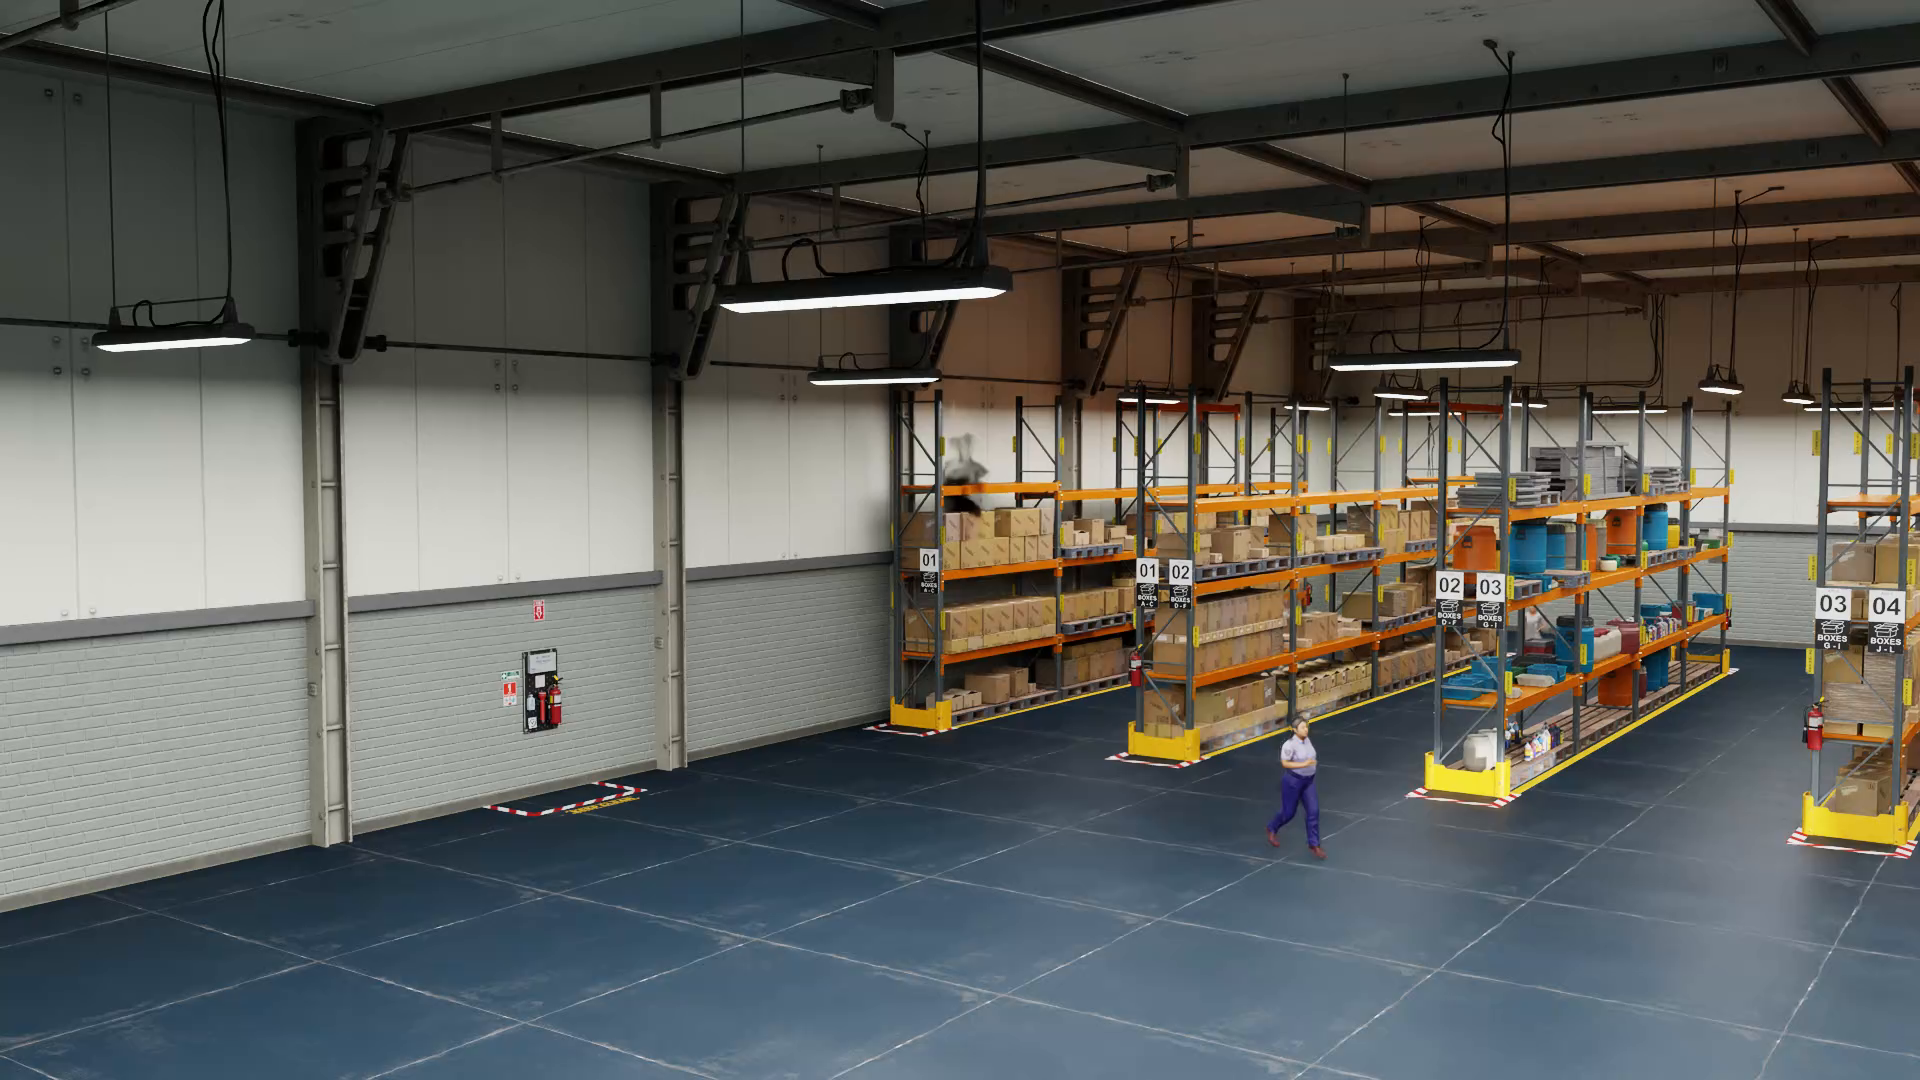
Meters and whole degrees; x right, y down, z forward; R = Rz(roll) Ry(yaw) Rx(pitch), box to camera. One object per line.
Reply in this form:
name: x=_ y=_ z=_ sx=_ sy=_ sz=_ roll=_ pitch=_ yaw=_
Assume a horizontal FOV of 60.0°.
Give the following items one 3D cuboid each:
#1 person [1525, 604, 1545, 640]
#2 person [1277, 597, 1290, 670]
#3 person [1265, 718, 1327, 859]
person: x=12.438 y=2.137 z=36.193 sx=0.537 sy=1.627 sz=0.588 roll=1 pitch=3 yaw=21
person: x=7.323 y=2.085 z=37.358 sx=0.519 sy=1.626 sz=0.797 roll=1 pitch=4 yaw=24
person: x=4.137 y=3.021 z=20.420 sx=0.632 sy=1.633 sz=0.902 roll=-2 pitch=4 yaw=-35
